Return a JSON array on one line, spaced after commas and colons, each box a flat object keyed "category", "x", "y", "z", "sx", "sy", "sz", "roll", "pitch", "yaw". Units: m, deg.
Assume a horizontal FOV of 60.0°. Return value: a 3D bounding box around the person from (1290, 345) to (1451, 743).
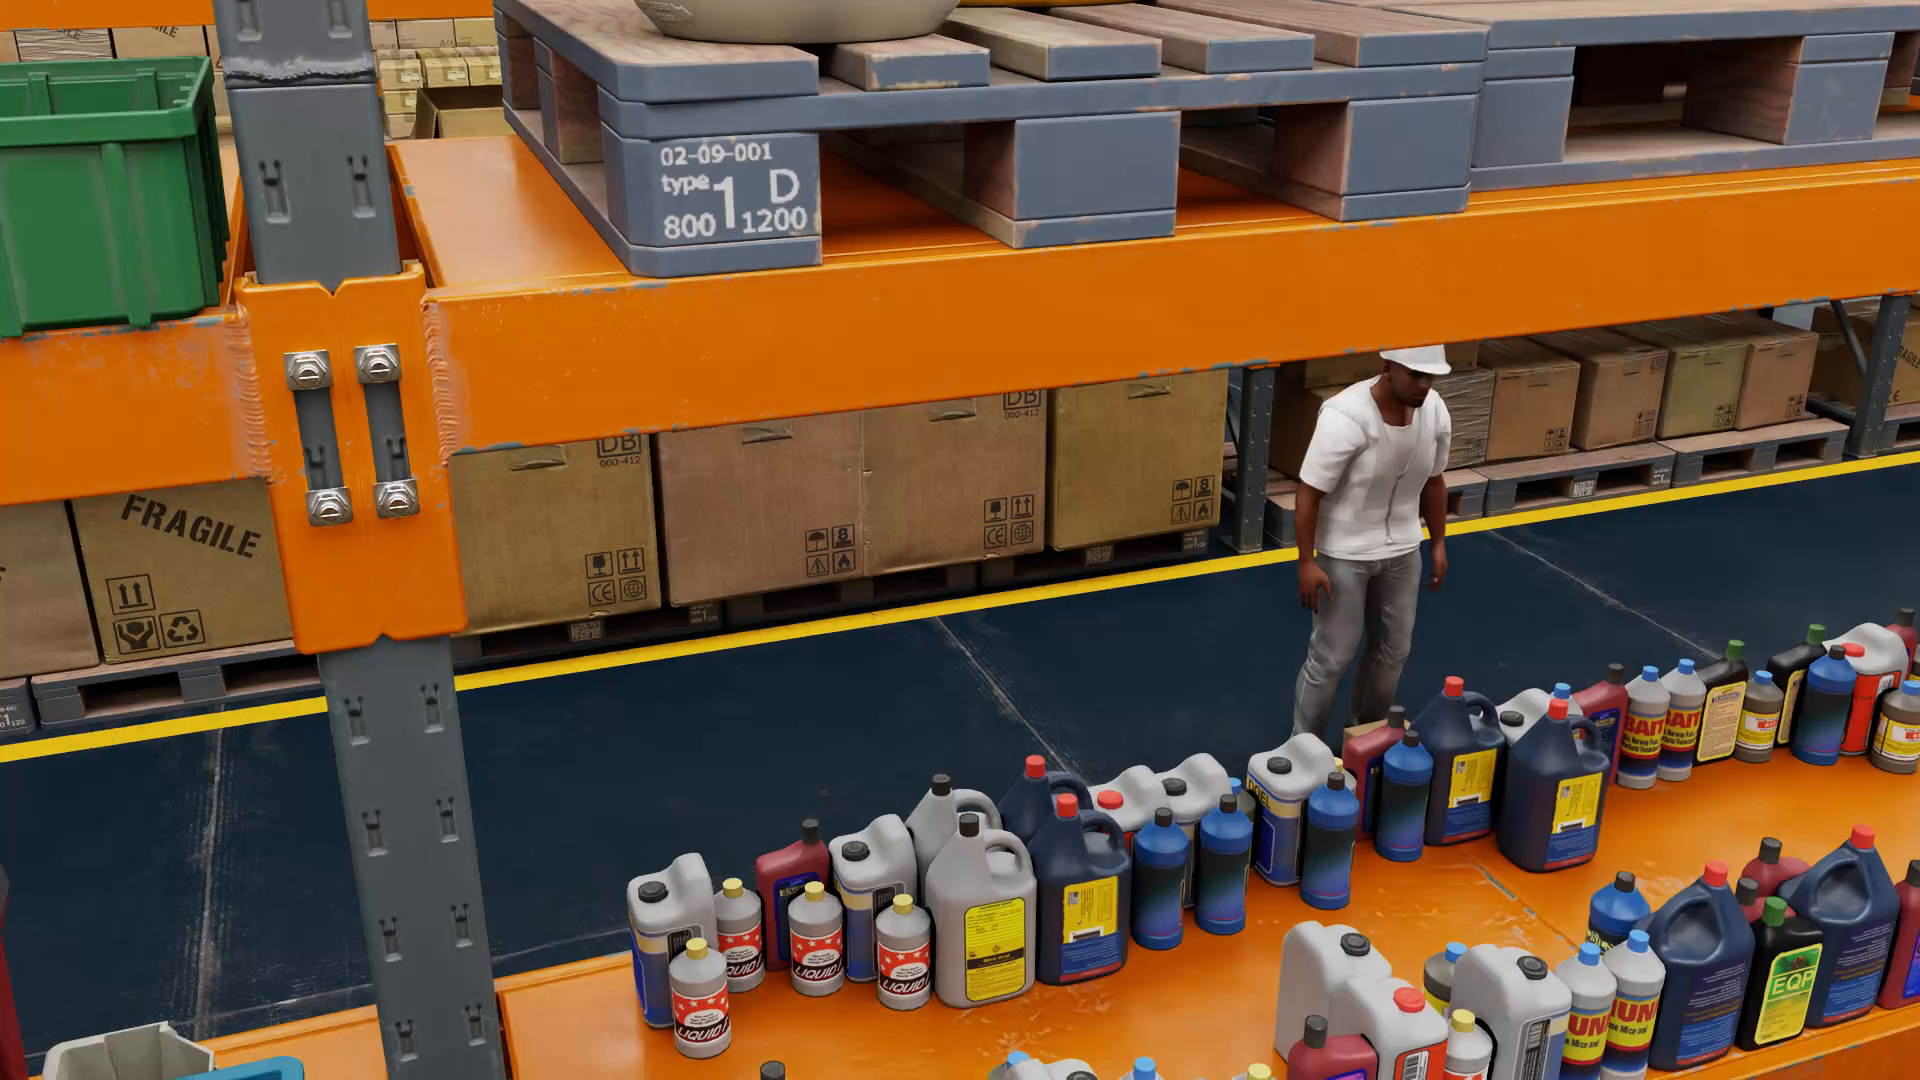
[{"category": "person", "x": 1.475, "y": 0.052, "z": 5.941, "sx": 0.635, "sy": 1.760, "sz": 0.462, "roll": -9, "pitch": 24, "yaw": -20}]
